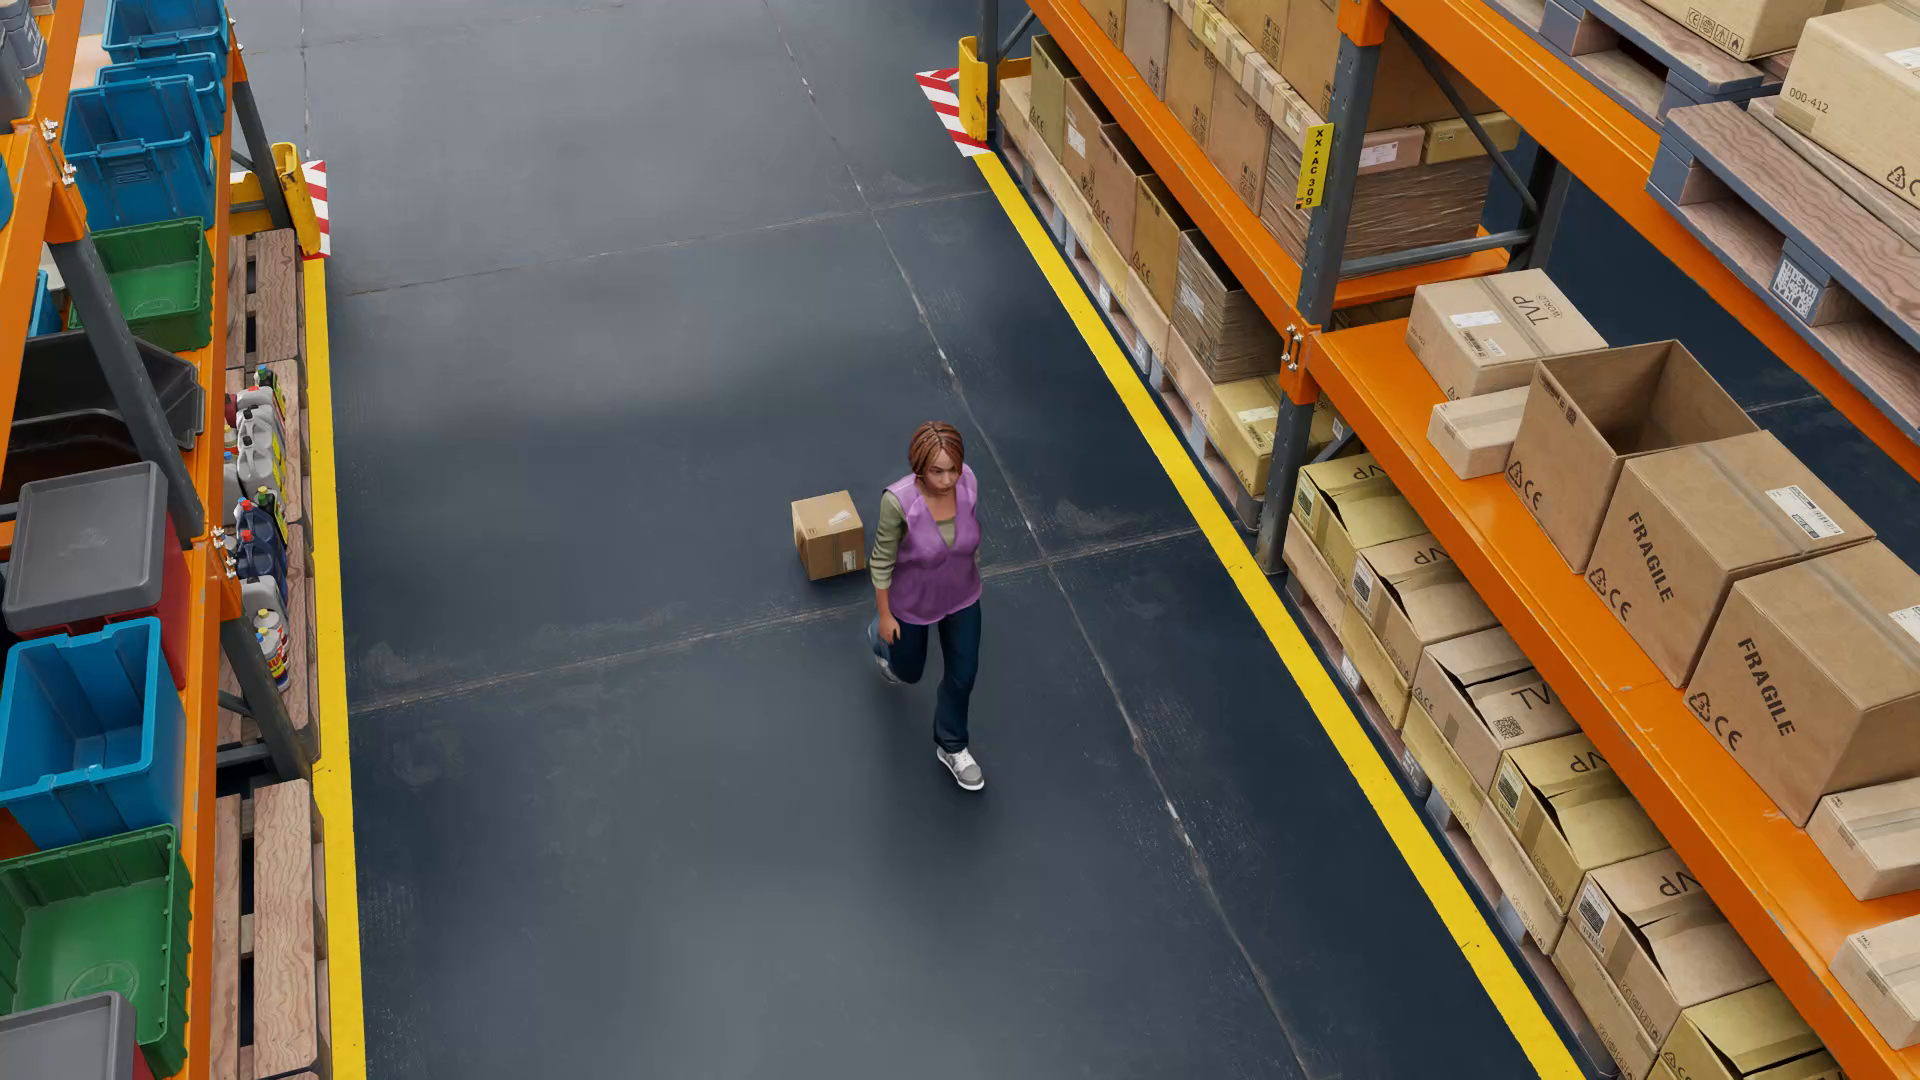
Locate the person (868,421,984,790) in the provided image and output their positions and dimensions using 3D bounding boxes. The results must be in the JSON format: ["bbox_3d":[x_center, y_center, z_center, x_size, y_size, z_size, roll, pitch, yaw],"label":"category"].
[{"bbox_3d":[-0.139,0.160,5.978,0.426,1.569,0.770,-17,45,-17],"label":"person"}]
